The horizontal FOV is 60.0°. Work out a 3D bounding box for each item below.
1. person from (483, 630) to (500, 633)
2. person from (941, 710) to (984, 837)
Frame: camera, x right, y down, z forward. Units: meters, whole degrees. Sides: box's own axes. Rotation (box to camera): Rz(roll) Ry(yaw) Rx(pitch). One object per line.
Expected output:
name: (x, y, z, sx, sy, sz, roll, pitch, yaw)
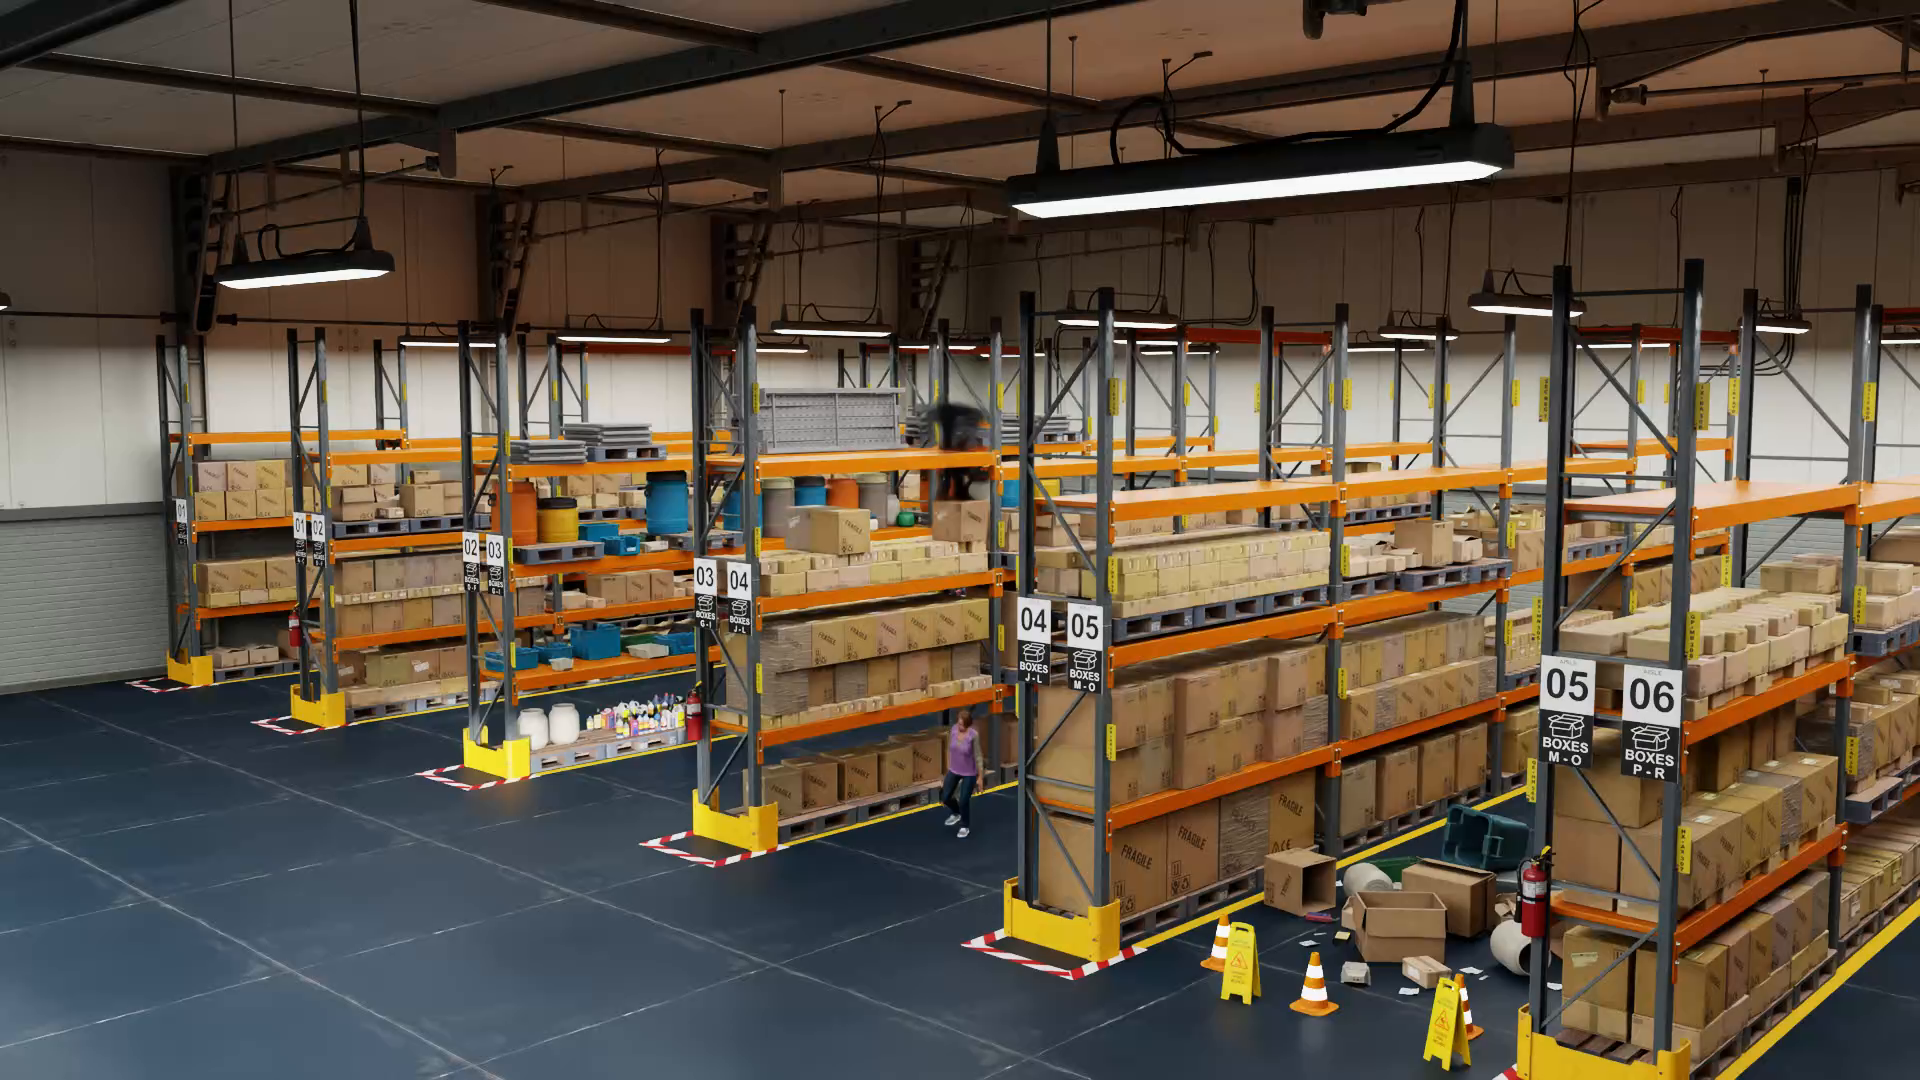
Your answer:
person: (-8.344, 1.467, 30.050, 0.651, 1.800, 0.724, 4, 6, 34)
person: (0.042, 2.640, 18.833, 0.628, 1.503, 0.594, 3, 6, 26)
